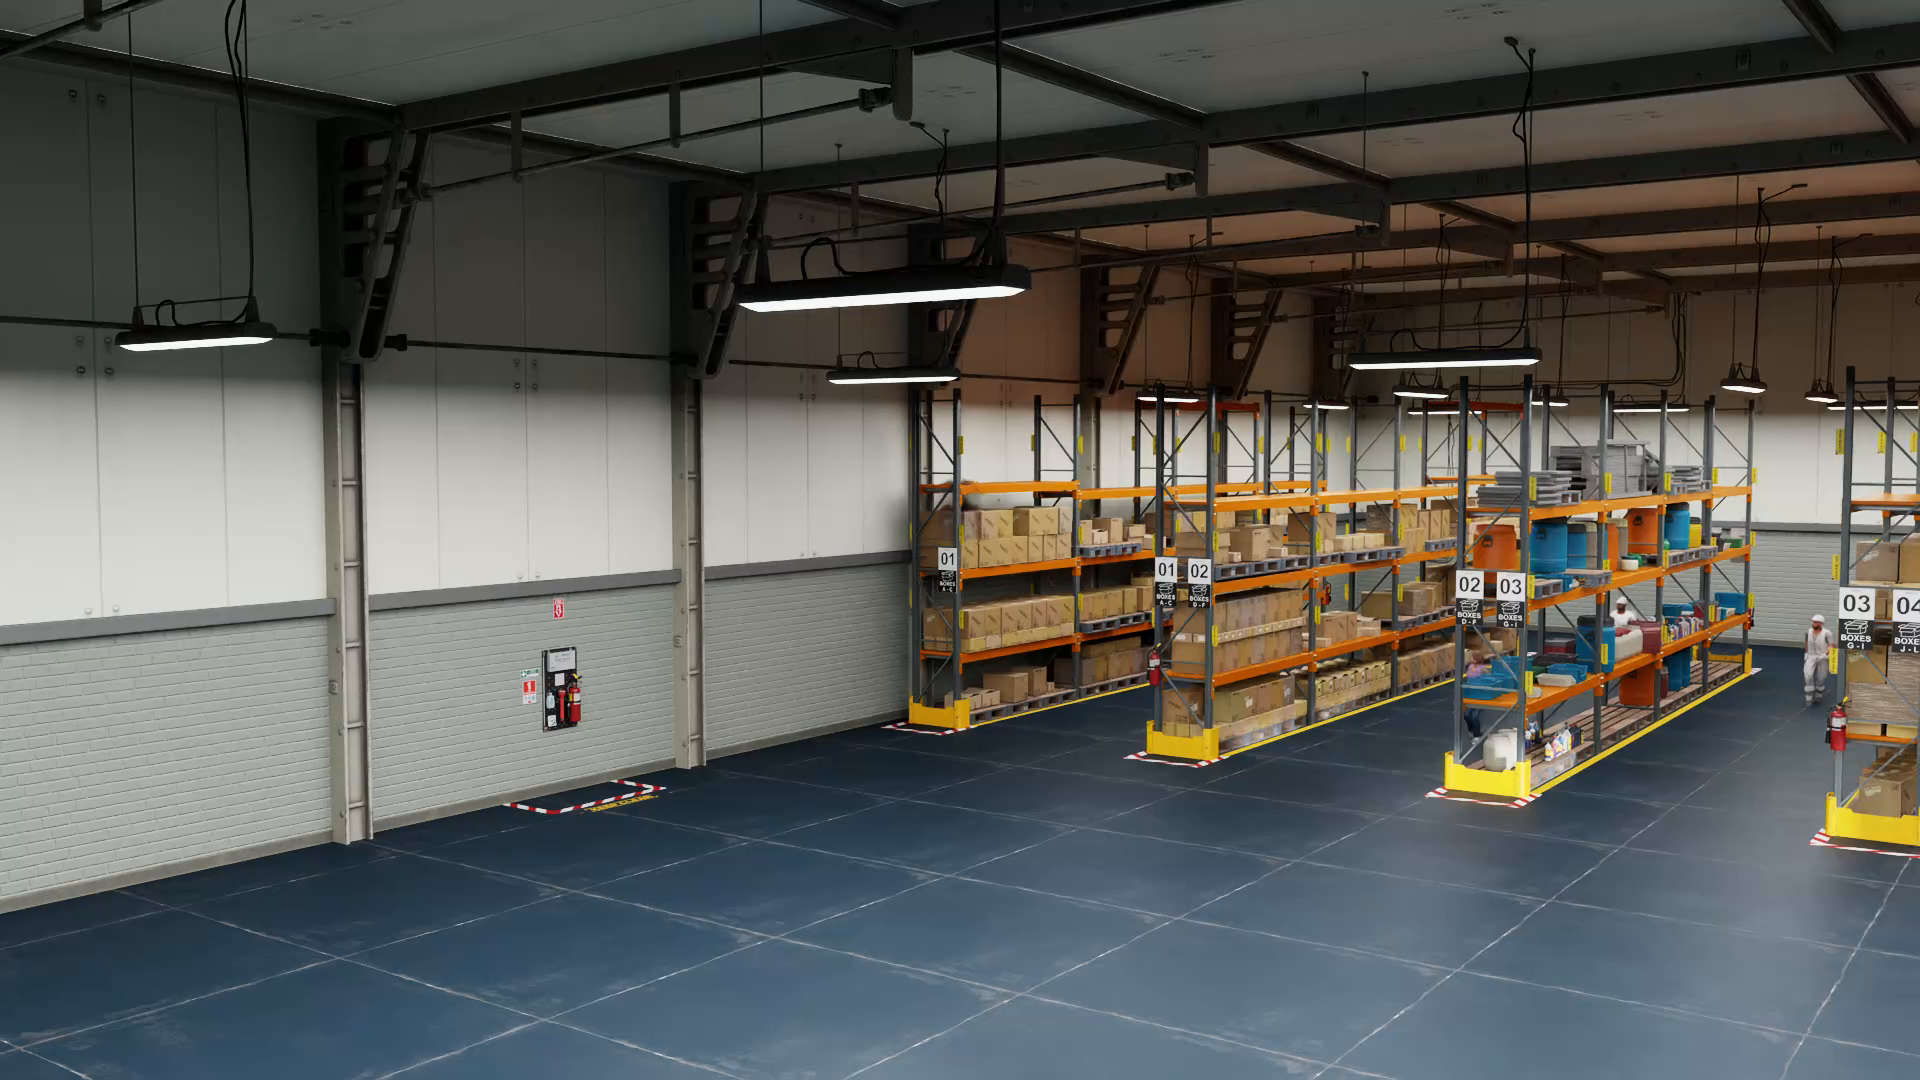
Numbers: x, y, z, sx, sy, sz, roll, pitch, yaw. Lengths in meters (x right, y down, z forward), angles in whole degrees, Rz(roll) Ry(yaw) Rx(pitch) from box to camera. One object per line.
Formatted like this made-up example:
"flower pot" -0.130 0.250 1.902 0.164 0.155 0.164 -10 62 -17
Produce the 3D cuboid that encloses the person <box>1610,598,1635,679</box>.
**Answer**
"person" 14.223 2.104 35.824 0.679 1.730 1.022 3 4 40

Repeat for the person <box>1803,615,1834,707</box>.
"person" 16.558 2.337 32.068 0.544 1.812 0.877 2 4 34

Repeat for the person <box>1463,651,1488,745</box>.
"person" 8.671 2.643 27.895 0.469 1.570 0.515 3 4 39
